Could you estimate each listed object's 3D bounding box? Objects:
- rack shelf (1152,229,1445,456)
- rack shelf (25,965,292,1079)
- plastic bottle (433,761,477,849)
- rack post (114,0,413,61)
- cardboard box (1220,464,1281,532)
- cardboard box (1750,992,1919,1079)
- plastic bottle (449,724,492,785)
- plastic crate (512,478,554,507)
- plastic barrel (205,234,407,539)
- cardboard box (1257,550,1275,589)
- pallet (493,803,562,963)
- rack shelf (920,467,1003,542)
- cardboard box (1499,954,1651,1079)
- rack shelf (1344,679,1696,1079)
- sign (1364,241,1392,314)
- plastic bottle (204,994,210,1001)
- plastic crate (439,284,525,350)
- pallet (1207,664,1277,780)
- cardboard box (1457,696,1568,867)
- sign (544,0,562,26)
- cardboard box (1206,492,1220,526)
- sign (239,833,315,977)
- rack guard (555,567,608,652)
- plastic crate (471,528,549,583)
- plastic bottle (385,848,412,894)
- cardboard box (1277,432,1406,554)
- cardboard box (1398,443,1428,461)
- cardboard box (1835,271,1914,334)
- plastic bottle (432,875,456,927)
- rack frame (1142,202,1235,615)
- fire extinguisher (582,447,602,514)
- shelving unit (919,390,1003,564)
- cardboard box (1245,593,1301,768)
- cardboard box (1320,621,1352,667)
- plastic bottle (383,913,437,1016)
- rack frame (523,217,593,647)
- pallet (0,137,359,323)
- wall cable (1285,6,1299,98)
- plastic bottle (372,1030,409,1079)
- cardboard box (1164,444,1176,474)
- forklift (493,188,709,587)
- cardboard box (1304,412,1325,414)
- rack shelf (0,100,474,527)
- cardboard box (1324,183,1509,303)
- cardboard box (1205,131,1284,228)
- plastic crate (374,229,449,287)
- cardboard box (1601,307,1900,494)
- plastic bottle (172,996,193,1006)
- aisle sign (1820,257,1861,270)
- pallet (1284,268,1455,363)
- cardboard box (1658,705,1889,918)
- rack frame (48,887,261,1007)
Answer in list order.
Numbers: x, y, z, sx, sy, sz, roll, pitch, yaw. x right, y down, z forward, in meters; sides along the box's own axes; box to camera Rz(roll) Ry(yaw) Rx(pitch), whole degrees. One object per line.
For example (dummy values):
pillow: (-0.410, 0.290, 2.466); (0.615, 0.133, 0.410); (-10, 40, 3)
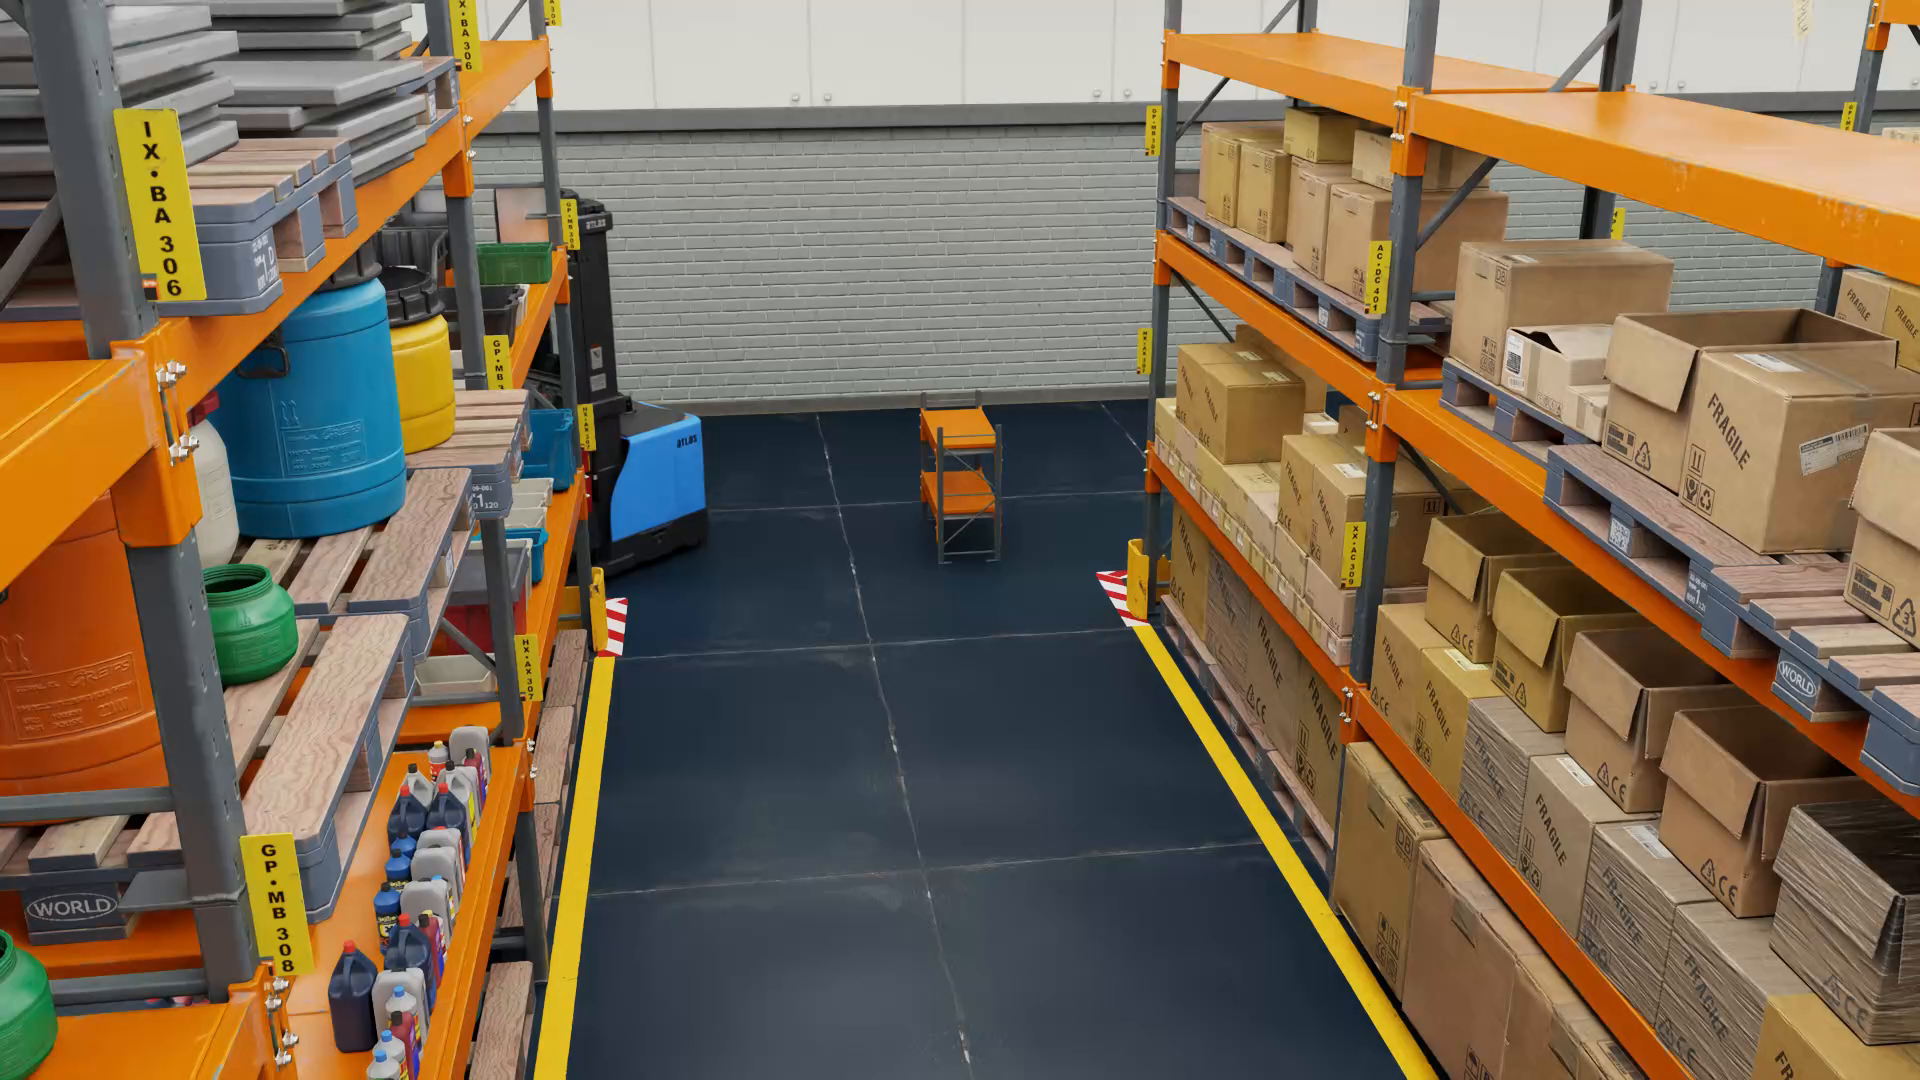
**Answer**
rack shelf: (2.127, -1.276, 9.587); (1.077, 0.370, 4.000); (-3, 21, -8)
rack shelf: (-1.621, 1.744, 1.502); (1.077, 0.370, 4.000); (-3, 21, -8)
plastic bottle: (-2.030, 1.059, 6.664); (0.144, 0.351, 0.185); (-3, 21, -8)
rack post: (-2.396, -1.747, 5.641); (0.937, 0.300, 0.954); (-3, 21, -9)
cardboard box: (1.871, -0.256, 9.902); (0.500, 0.250, 0.500); (-3, 21, -9)
cardboard box: (2.675, 1.664, 4.830); (0.500, 0.500, 0.500); (-2, 21, -6)
plastic bottle: (-2.109, 0.913, 7.163); (0.152, 0.276, 0.135); (-3, 21, -8)
plastic crate: (-2.766, -0.282, 10.475); (0.396, 0.136, 0.243); (-3, 21, -8)
plastic barrel: (-2.089, -0.519, 5.215); (0.600, 0.901, 0.708); (-3, 21, -8)
cardboard box: (1.898, 0.157, 9.368); (0.380, 0.149, 0.250); (-3, 21, -7)
pallet: (-2.630, 1.788, 8.627); (1.003, 0.211, 1.213); (-3, 21, -8)
rack shelf: (-0.001, -0.300, 13.611); (0.538, 0.278, 1.000); (-3, 21, -8)
cardboard box: (2.792, 2.119, 6.192); (1.225, 0.875, 0.875); (-3, 21, -8)
rack shelf: (2.703, 1.514, 6.404); (1.077, 0.370, 4.000); (-3, 21, -8)
sign: (1.866, -1.171, 7.426); (0.100, 0.325, 0.005); (-3, 21, -8)
plastic bottle: (-2.582, 1.461, 5.589); (0.144, 0.351, 0.185); (-3, 21, -8)
plastic crate: (-2.394, -1.054, 8.150); (0.497, 0.269, 0.590); (-3, 21, -8)
pallet: (2.204, 1.100, 10.469); (1.003, 0.211, 1.213); (-3, 21, -8)
cardboard box: (2.379, 0.957, 6.724); (0.500, 0.500, 0.500); (-3, 21, -9)
sign: (-2.521, -3.343, 10.267); (0.100, 0.325, 0.005); (-3, 21, -8)
cardboard box: (1.751, -0.198, 10.319); (0.380, 0.149, 0.250); (-3, 21, -8)
sign: (-1.366, 0.733, 3.329); (0.100, 0.325, 0.005); (-3, 21, -8)
rack guard: (-3.079, 0.513, 11.629); (1.175, 0.500, 0.348); (-3, 21, -8)
plastic crate: (-2.513, 0.098, 9.321); (0.416, 0.233, 0.300); (-3, 21, -8)
plastic bottle: (-2.085, 1.275, 6.199); (0.097, 0.271, 0.097); (0, 20, 0)
cardboard box: (2.016, -0.255, 8.830); (0.500, 0.500, 0.500); (-3, 21, -7)
cardboard box: (2.536, -0.286, 8.911); (0.500, 0.500, 0.500); (-3, 21, -8)
cardboard box: (6.563, -1.601, 11.719); (0.500, 0.500, 0.500); (-3, 21, -8)
plastic bottle: (-1.921, 1.334, 6.141); (0.097, 0.201, 0.097); (0, 20, 0)
rack frame: (1.839, -0.900, 11.840); (1.000, 3.000, 0.127); (-3, 21, -8)
fire extinguisher: (-2.635, -0.515, 11.451); (0.296, 0.674, 0.183); (-3, 21, -8)
shelving unit: (-0.001, -0.529, 13.526); (0.538, 1.125, 1.048); (-3, 21, -8)
cardboard box: (2.269, 0.739, 9.887); (0.875, 0.875, 0.875); (-3, 21, -8)
cardboard box: (2.047, 0.513, 8.414); (0.380, 0.149, 0.250); (-3, 21, -7)
plastic bottle: (-1.871, 1.441, 5.643); (0.144, 0.351, 0.185); (-3, 21, -8)
rack frame: (-3.063, -0.651, 11.171); (1.000, 3.000, 0.127); (-3, 21, -8)
pallet: (-1.983, -0.667, 3.481); (1.213, 0.211, 1.003); (-3, 21, -8)
wall cable: (4.434, -7.349, 15.935); (2.277, 5.999, 0.120); (-3, 21, -8)
plastic bottle: (-1.775, 1.652, 5.190); (0.097, 0.271, 0.097); (0, 20, 0)
cardboard box: (1.602, -0.554, 11.273); (0.380, 0.149, 0.250); (-3, 21, -9)
forklift: (-3.355, -1.052, 12.343); (1.130, 2.935, 3.031); (15, 25, 35)
cardboard box: (2.171, -0.815, 11.401); (0.500, 0.250, 0.500); (-3, 21, -9)
rack shelf: (-2.198, -0.859, 4.755); (1.077, 0.370, 4.000); (-3, 21, -8)
cardboard box: (2.243, -1.479, 8.216); (0.700, 0.500, 0.500); (-4, 21, -11)
cardboard box: (1.928, -2.218, 10.194); (0.700, 0.500, 0.500); (-4, 21, -10)
plastic crate: (-3.114, -1.484, 9.204); (0.504, 0.338, 0.767); (-3, 21, -8)
cardboard box: (2.676, -0.487, 5.698); (0.797, 0.503, 0.637); (-3, 21, -8)
plastic bottle: (-2.540, 1.546, 5.456); (0.061, 0.283, 0.133); (-3, 21, -8)
aisle sign: (6.454, -2.344, 11.988); (0.394, 0.787, 0.004); (-3, 21, -8)
pallet: (2.308, -1.163, 8.382); (1.003, 0.211, 1.213); (-3, 21, -8)
cardboard box: (2.811, 0.873, 5.515); (0.797, 0.503, 0.637); (-2, 21, -6)
rack frame: (-1.909, 2.119, 3.755); (1.000, 3.000, 0.127); (-3, 21, -8)
